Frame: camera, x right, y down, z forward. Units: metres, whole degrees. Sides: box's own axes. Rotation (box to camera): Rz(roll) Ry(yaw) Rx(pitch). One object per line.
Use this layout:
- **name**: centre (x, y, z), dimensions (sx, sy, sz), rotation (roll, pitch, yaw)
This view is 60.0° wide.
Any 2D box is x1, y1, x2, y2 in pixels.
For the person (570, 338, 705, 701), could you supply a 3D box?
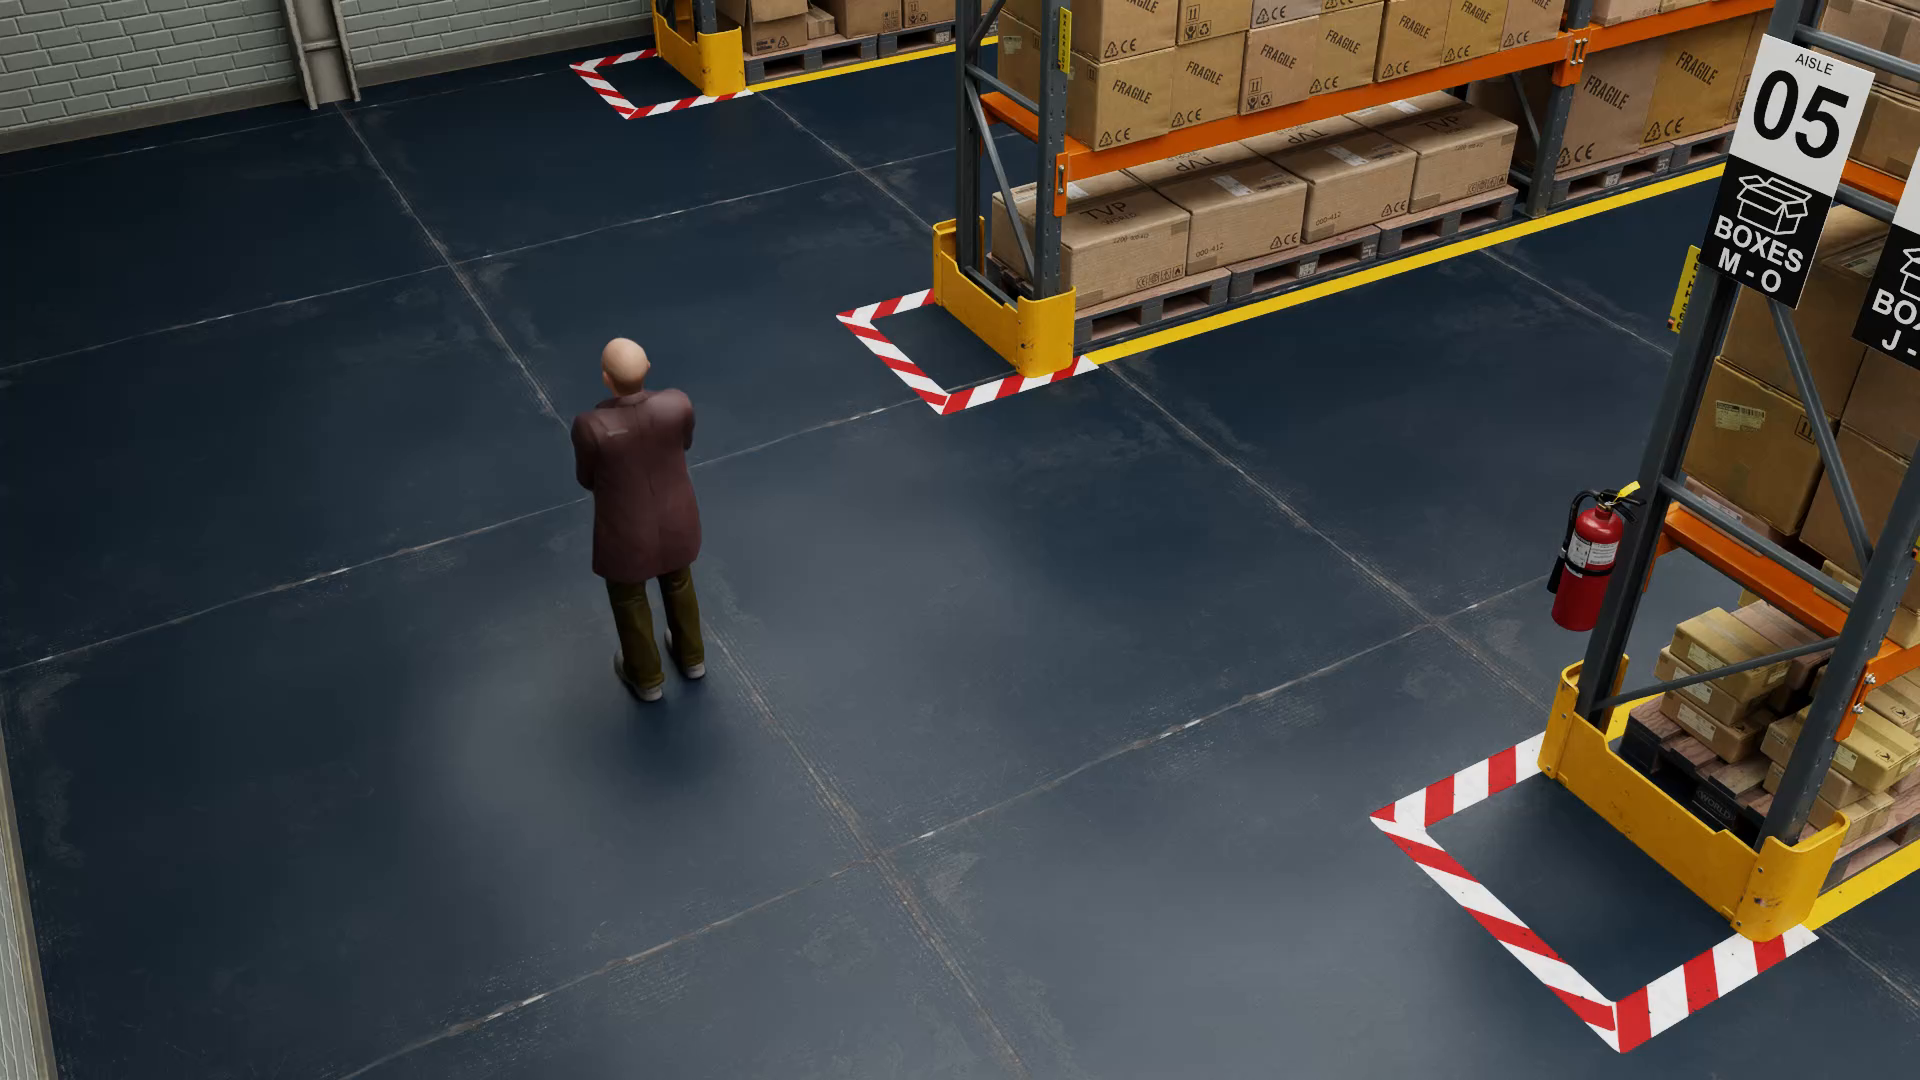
- **person**: centre (-1.394, -0.147, 7.146), dimensions (0.525, 1.776, 0.554), rotation (-19, 40, -23)
